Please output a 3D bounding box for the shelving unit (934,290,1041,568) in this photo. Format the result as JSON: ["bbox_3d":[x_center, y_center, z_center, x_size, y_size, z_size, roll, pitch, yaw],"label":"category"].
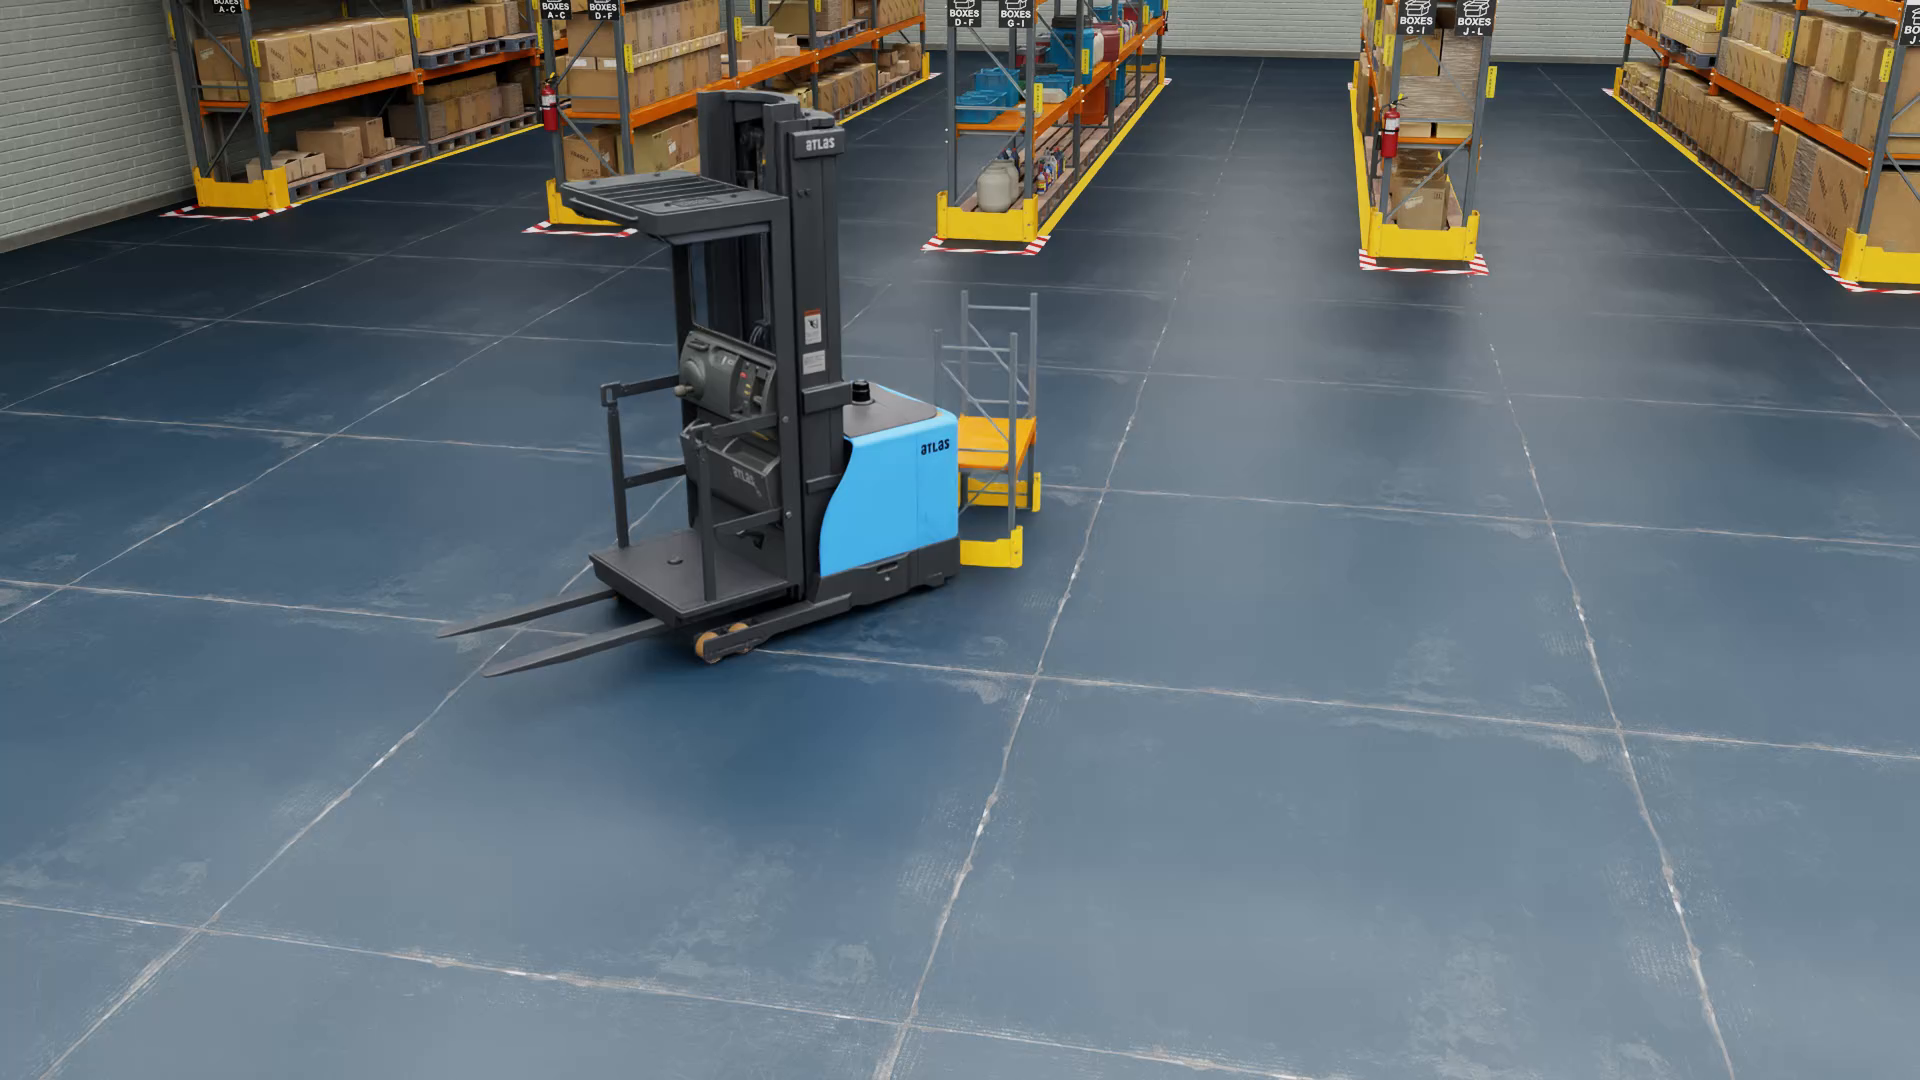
[{"bbox_3d":[0.177,-0.738,10.678,0.587,1.500,1.083,3,22,8],"label":"shelving unit"}]

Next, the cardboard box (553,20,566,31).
[{"bbox_3d":[-7.245,-9.193,29.105,0.500,0.500,0.500,5,23,13],"label":"cardboard box"}]

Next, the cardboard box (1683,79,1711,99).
[{"bbox_3d":[11.766,-7.126,26.312,0.500,0.250,0.500,5,22,12],"label":"cardboard box"}]

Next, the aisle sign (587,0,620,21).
[{"bbox_3d":[-4.207,-6.507,19.514,0.394,0.787,0.004,4,22,11],"label":"aisle sign"}]

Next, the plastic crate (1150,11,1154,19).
[{"bbox_3d":[3.631,-10.414,32.969,0.396,0.136,0.243,4,22,11],"label":"plastic crate"}]

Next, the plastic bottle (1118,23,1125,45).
[{"bbox_3d":[2.712,-8.571,28.186,0.144,0.351,0.185,4,22,11],"label":"plastic bottle"}]

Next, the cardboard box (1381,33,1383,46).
[{"bbox_3d":[6.284,-6.938,23.365,0.797,0.503,0.637,7,23,16],"label":"cardboard box"}]

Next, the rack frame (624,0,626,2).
[{"bbox_3d":[-6.895,-10.113,31.949,1.000,3.000,0.127,4,22,11],"label":"rack frame"}]

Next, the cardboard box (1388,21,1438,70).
[{"bbox_3d":[5.171,-5.643,18.979,0.500,0.500,0.500,4,22,11],"label":"cardboard box"}]

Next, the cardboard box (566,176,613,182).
[{"bbox_3d":[-4.673,-4.486,21.096,0.500,0.250,0.500,4,22,11],"label":"cardboard box"}]

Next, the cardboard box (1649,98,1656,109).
[{"bbox_3d":[12.234,-7.607,28.980,0.380,0.149,0.250,5,22,12],"label":"cardboard box"}]

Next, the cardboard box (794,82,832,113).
[{"bbox_3d":[-2.488,-7.463,28.126,0.500,0.500,0.500,5,23,13],"label":"cardboard box"}]

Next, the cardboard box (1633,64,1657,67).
[{"bbox_3d":[12.926,-8.901,31.396,0.380,0.149,0.250,5,22,12],"label":"cardboard box"}]

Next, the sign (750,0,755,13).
[{"bbox_3d":[-3.394,-8.812,27.275,0.100,0.325,0.005,4,22,11],"label":"sign"}]

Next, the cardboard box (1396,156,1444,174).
[{"bbox_3d":[5.740,-4.503,20.804,0.500,0.500,0.500,2,22,6],"label":"cardboard box"}]

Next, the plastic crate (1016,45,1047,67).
[{"bbox_3d":[0.971,-6.662,23.295,0.402,0.464,0.583,4,22,11],"label":"plastic crate"}]

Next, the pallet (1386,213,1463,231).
[{"bbox_3d":[5.420,-3.620,19.560,1.003,0.211,1.213,4,22,11],"label":"pallet"}]

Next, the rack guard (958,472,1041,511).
[{"bbox_3d":[0.255,-0.342,11.368,0.587,0.250,0.087,3,22,8],"label":"rack guard"}]

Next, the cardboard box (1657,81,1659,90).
[{"bbox_3d":[12.305,-7.863,28.821,0.380,0.149,0.250,5,22,12],"label":"cardboard box"}]

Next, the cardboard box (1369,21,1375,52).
[{"bbox_3d":[6.905,-8.135,26.904,0.500,0.500,0.500,4,22,9],"label":"cardboard box"}]

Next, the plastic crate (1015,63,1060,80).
[{"bbox_3d":[0.940,-6.221,22.369,0.767,0.338,0.504,4,22,11],"label":"plastic crate"}]

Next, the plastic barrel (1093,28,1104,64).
[{"bbox_3d":[1.987,-7.554,25.446,0.421,0.512,0.421,0,22,0],"label":"plastic barrel"}]

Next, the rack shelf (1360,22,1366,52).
[{"bbox_3d":[8.061,-9.378,31.087,1.077,0.370,4.000,4,22,11],"label":"rack shelf"}]

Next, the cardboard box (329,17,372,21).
[{"bbox_3d":[-8.827,-7.319,24.181,0.500,0.500,0.500,4,22,10],"label":"cardboard box"}]

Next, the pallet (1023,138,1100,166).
[{"bbox_3d":[1.541,-5.876,25.162,1.003,0.211,1.213,4,22,11],"label":"pallet"}]

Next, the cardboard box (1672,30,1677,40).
[{"bbox_3d":[11.747,-8.157,26.865,0.380,0.149,0.250,3,22,9],"label":"cardboard box"}]

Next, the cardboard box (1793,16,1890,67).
[{"bbox_3d":[10.746,-6.078,20.283,0.875,0.550,0.550,4,22,11],"label":"cardboard box"}]

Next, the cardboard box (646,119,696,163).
[{"bbox_3d":[-3.857,-5.343,22.219,0.500,0.500,0.500,4,22,11],"label":"cardboard box"}]

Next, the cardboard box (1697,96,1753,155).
[{"bbox_3d":[11.459,-6.038,24.279,1.050,0.750,0.750,4,22,10],"label":"cardboard box"}]

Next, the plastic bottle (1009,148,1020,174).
[{"bbox_3d":[0.742,-5.133,22.540,0.144,0.351,0.185,4,22,11],"label":"plastic bottle"}]

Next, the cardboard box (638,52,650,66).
[{"bbox_3d":[-4.099,-6.010,20.760,0.380,0.149,0.250,5,22,11],"label":"cardboard box"}]

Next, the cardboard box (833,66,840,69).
[{"bbox_3d":[-2.480,-8.427,30.520,0.500,0.500,0.500,5,22,12],"label":"cardboard box"}]

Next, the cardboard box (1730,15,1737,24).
[{"bbox_3d":[12.222,-8.092,25.907,0.380,0.149,0.250,5,23,13],"label":"cardboard box"}]

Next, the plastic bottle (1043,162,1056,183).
[{"bbox_3d":[1.180,-4.868,21.982,0.152,0.276,0.135,5,22,12],"label":"plastic bottle"}]

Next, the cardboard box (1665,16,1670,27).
[{"bbox_3d":[11.906,-8.577,27.512,0.380,0.149,0.250,4,22,10],"label":"cardboard box"}]

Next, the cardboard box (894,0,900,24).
[{"bbox_3d":[-1.468,-10.319,32.327,0.500,0.500,0.500,4,22,11],"label":"cardboard box"}]

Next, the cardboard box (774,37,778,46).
[{"bbox_3d":[-3.233,-7.920,26.623,0.500,0.311,0.500,4,22,10],"label":"cardboard box"}]

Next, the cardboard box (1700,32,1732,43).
[{"bbox_3d":[11.326,-7.534,24.921,0.380,0.149,0.250,5,22,12],"label":"cardboard box"}]

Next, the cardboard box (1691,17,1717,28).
[{"bbox_3d":[11.480,-7.956,25.571,0.380,0.149,0.250,5,22,13],"label":"cardboard box"}]

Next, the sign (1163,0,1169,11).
[{"bbox_3d":[4.162,-10.860,33.586,0.100,0.325,0.005,4,22,11],"label":"sign"}]

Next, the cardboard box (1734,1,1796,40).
[{"bbox_3d":[11.570,-7.449,23.862,0.700,0.500,0.500,4,22,11],"label":"cardboard box"}]

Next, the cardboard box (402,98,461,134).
[{"bbox_3d":[-8.337,-6.695,26.219,0.700,0.500,0.500,4,22,10],"label":"cardboard box"}]

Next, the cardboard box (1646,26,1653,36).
[{"bbox_3d":[12.565,-9.148,29.889,0.380,0.149,0.250,5,22,12],"label":"cardboard box"}]

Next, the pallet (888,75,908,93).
[{"bbox_3d":[-1.657,-9.142,33.270,1.003,0.211,1.213,4,22,11],"label":"pallet"}]

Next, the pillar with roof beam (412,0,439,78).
[{"bbox_3d":[-4.609,-10.695,25.364,9.100,9.000,0.400,4,22,11],"label":"pillar with roof beam"}]

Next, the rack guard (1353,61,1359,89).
[{"bbox_3d":[8.474,-9.292,33.257,1.175,0.500,0.348,4,22,11],"label":"rack guard"}]

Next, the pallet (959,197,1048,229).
[{"bbox_3d":[0.496,-4.004,20.512,1.003,0.211,1.213,4,22,11],"label":"pallet"}]

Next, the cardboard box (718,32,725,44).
[{"bbox_3d":[-3.523,-7.042,23.323,0.380,0.149,0.250,4,22,11],"label":"cardboard box"}]

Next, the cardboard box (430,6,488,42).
[{"bbox_3d":[-8.029,-8.271,26.651,0.700,0.500,0.500,4,22,11],"label":"cardboard box"}]

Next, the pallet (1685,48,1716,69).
[{"bbox_3d":[11.713,-7.282,25.176,1.213,0.211,1.003,4,22,11],"label":"pallet"}]

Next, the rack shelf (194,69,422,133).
[{"bbox_3d":[-8.935,-6.122,23.002,1.077,0.370,4.000,4,22,11],"label":"rack shelf"}]

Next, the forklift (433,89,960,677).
[{"bbox_3d":[-1.464,-0.904,9.174,3.031,2.935,1.130,-17,27,-35],"label":"forklift"}]

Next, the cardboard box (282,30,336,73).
[{"bbox_3d":[-8.729,-6.532,22.228,0.500,0.500,0.500,4,22,9],"label":"cardboard box"}]

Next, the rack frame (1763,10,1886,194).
[{"bbox_3d":[10.855,-5.639,20.841,1.000,3.000,0.127,4,22,11],"label":"rack frame"}]
